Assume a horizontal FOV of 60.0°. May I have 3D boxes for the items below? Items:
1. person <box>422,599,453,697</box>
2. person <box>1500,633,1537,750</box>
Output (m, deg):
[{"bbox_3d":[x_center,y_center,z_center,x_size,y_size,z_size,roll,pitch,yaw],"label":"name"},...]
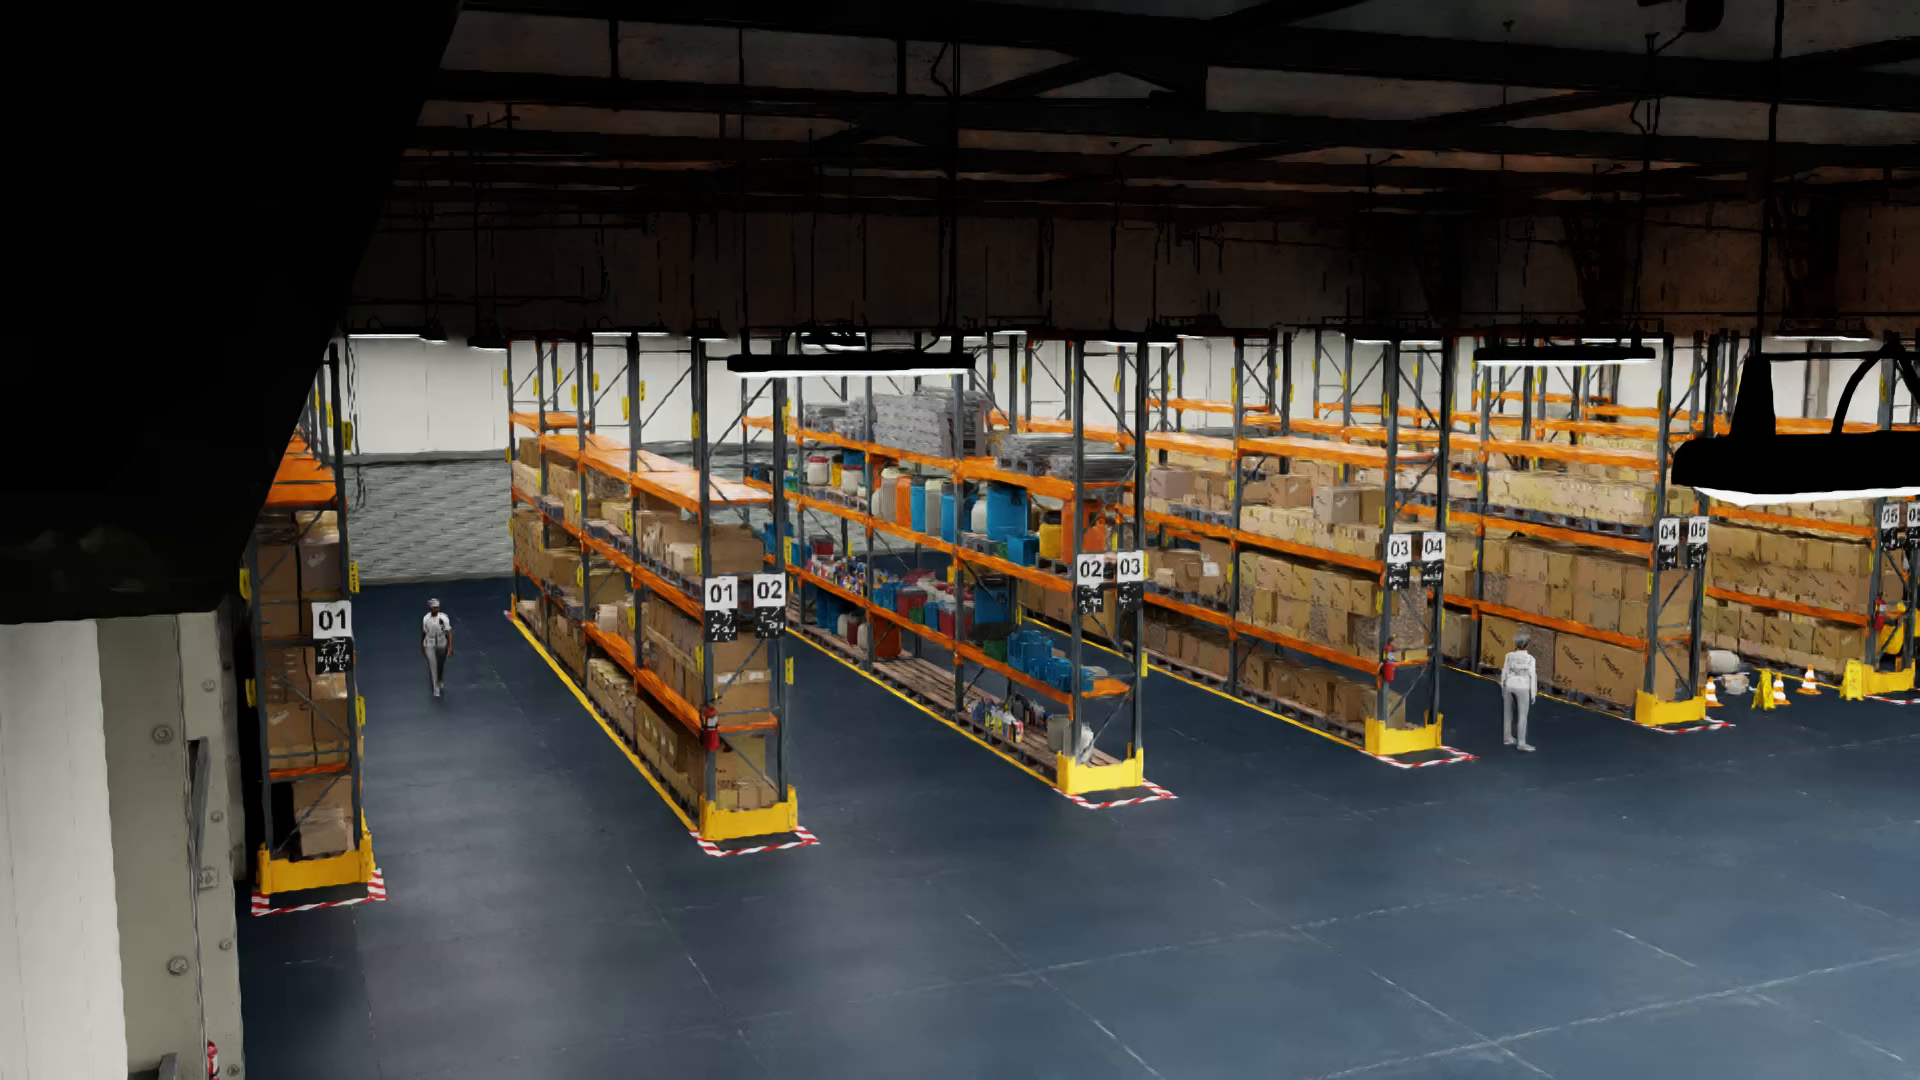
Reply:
[{"bbox_3d":[-8.710,1.757,27.722,0.460,1.625,0.985,-3,8,-24],"label":"person"},{"bbox_3d":[8.158,2.196,24.255,0.554,1.684,0.431,6,10,38],"label":"person"}]
